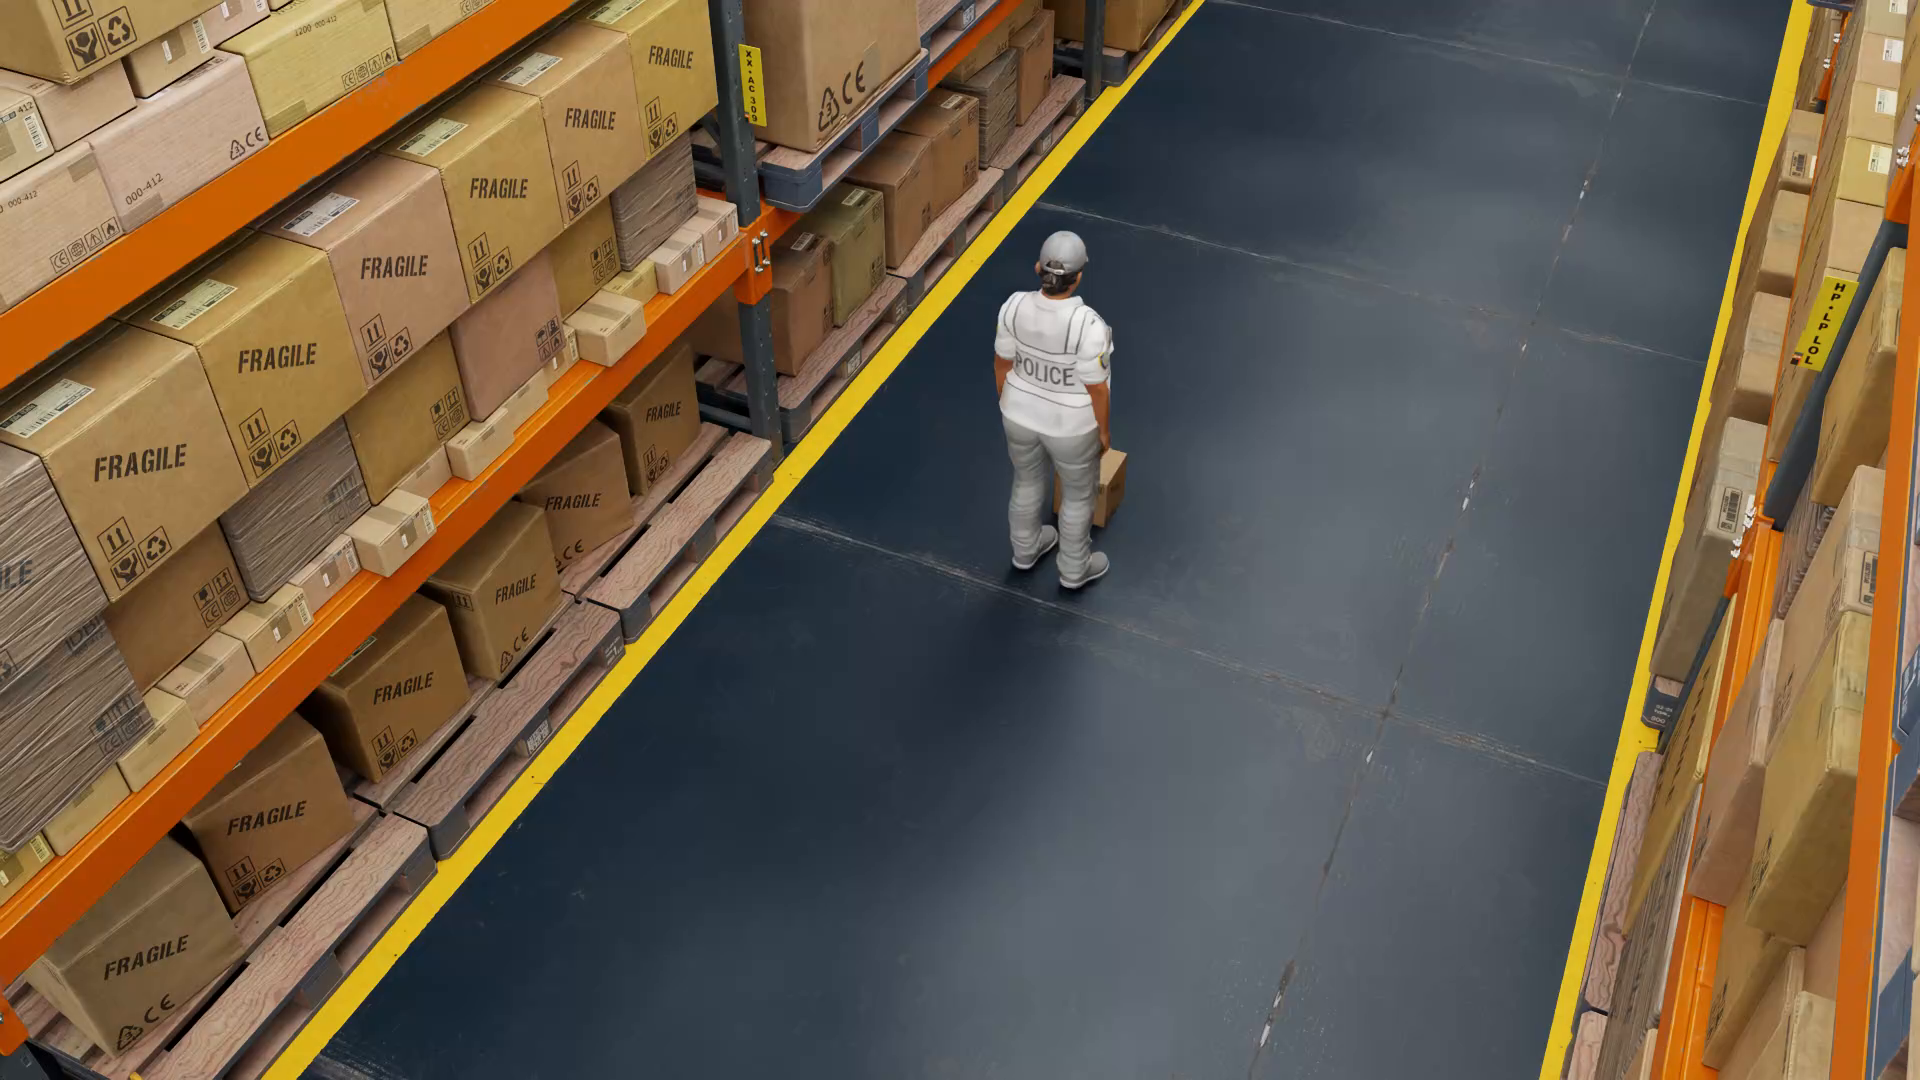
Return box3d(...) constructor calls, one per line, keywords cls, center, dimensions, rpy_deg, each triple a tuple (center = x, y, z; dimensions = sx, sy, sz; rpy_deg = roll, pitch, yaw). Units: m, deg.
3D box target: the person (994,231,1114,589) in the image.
box3d(cls="person", center=(0.384, -0.494, 6.695), dimensions=(0.487, 1.687, 0.405), rpy_deg=(22, 47, 22))
